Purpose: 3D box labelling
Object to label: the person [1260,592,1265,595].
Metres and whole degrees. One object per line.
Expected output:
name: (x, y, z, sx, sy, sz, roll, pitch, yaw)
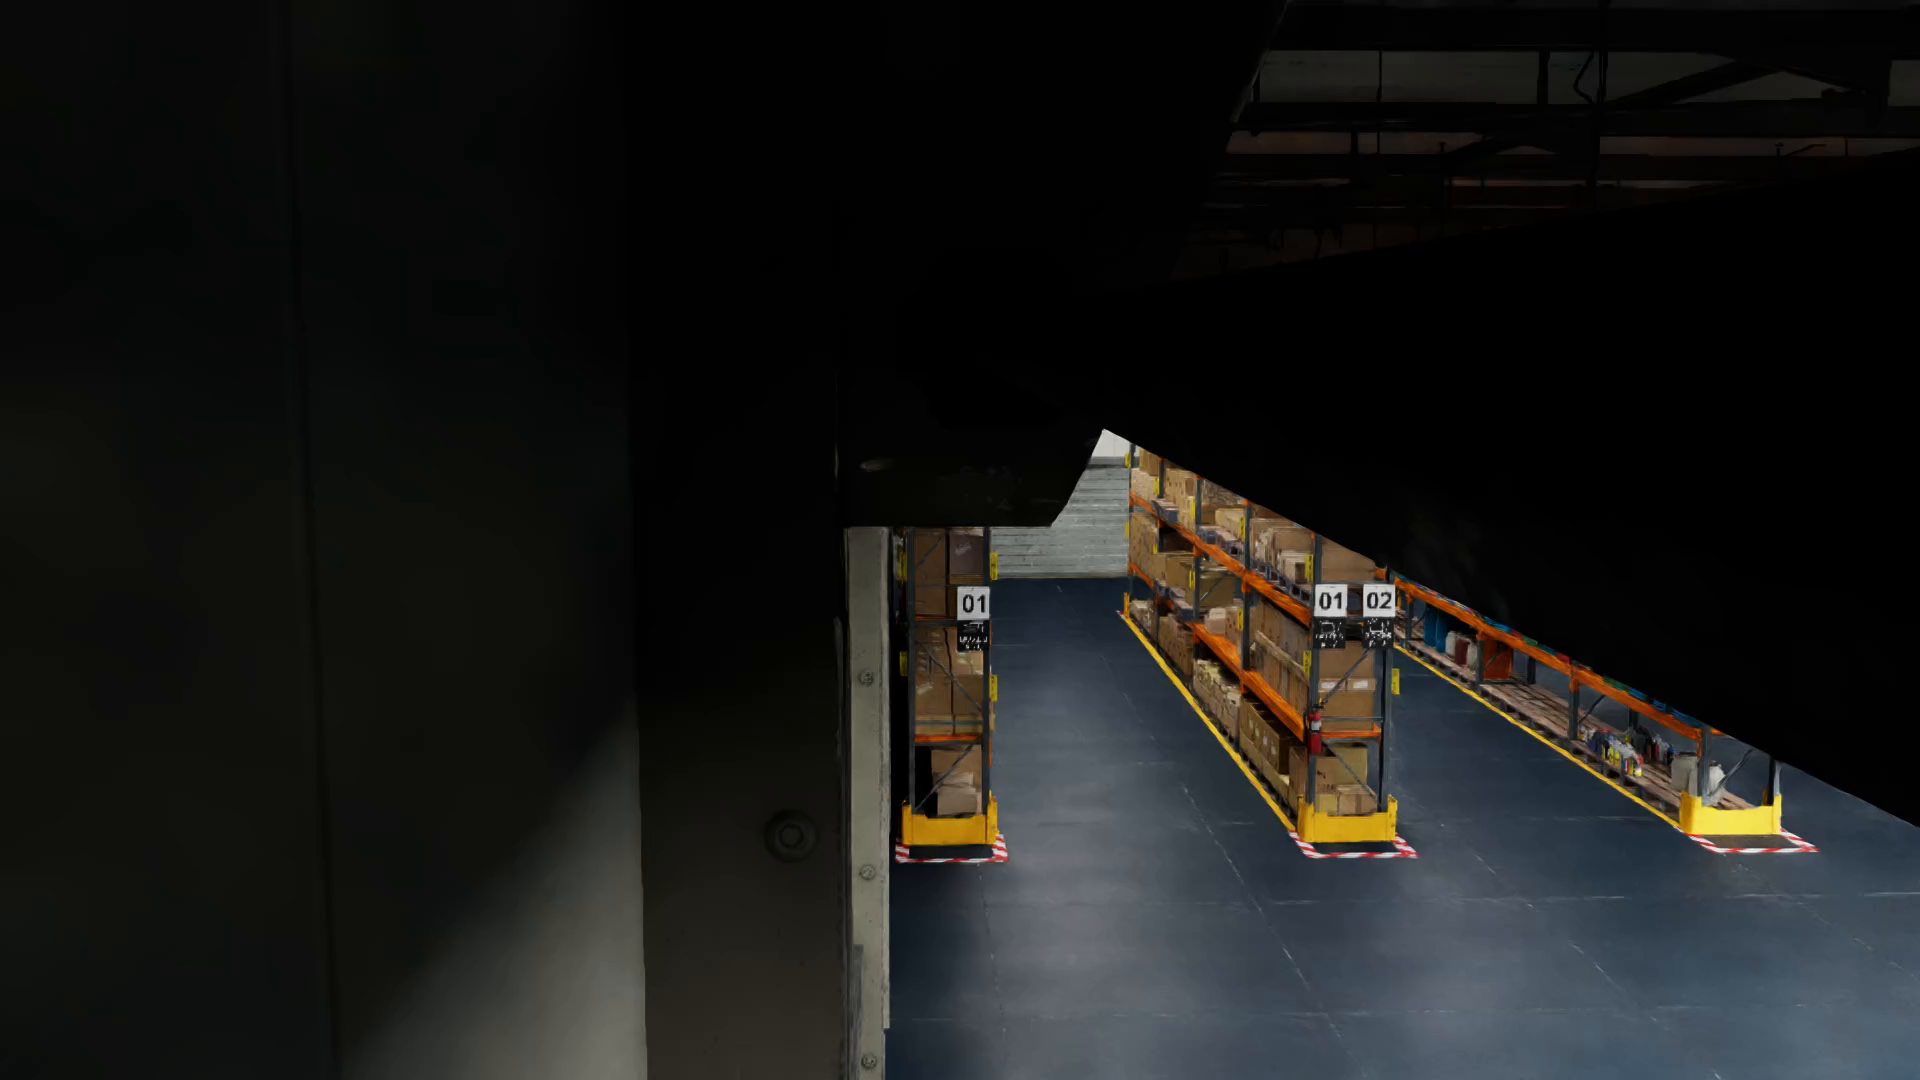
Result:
person: (5.981, 1.315, 31.982, 0.397, 1.699, 0.663, -2, 8, -18)
